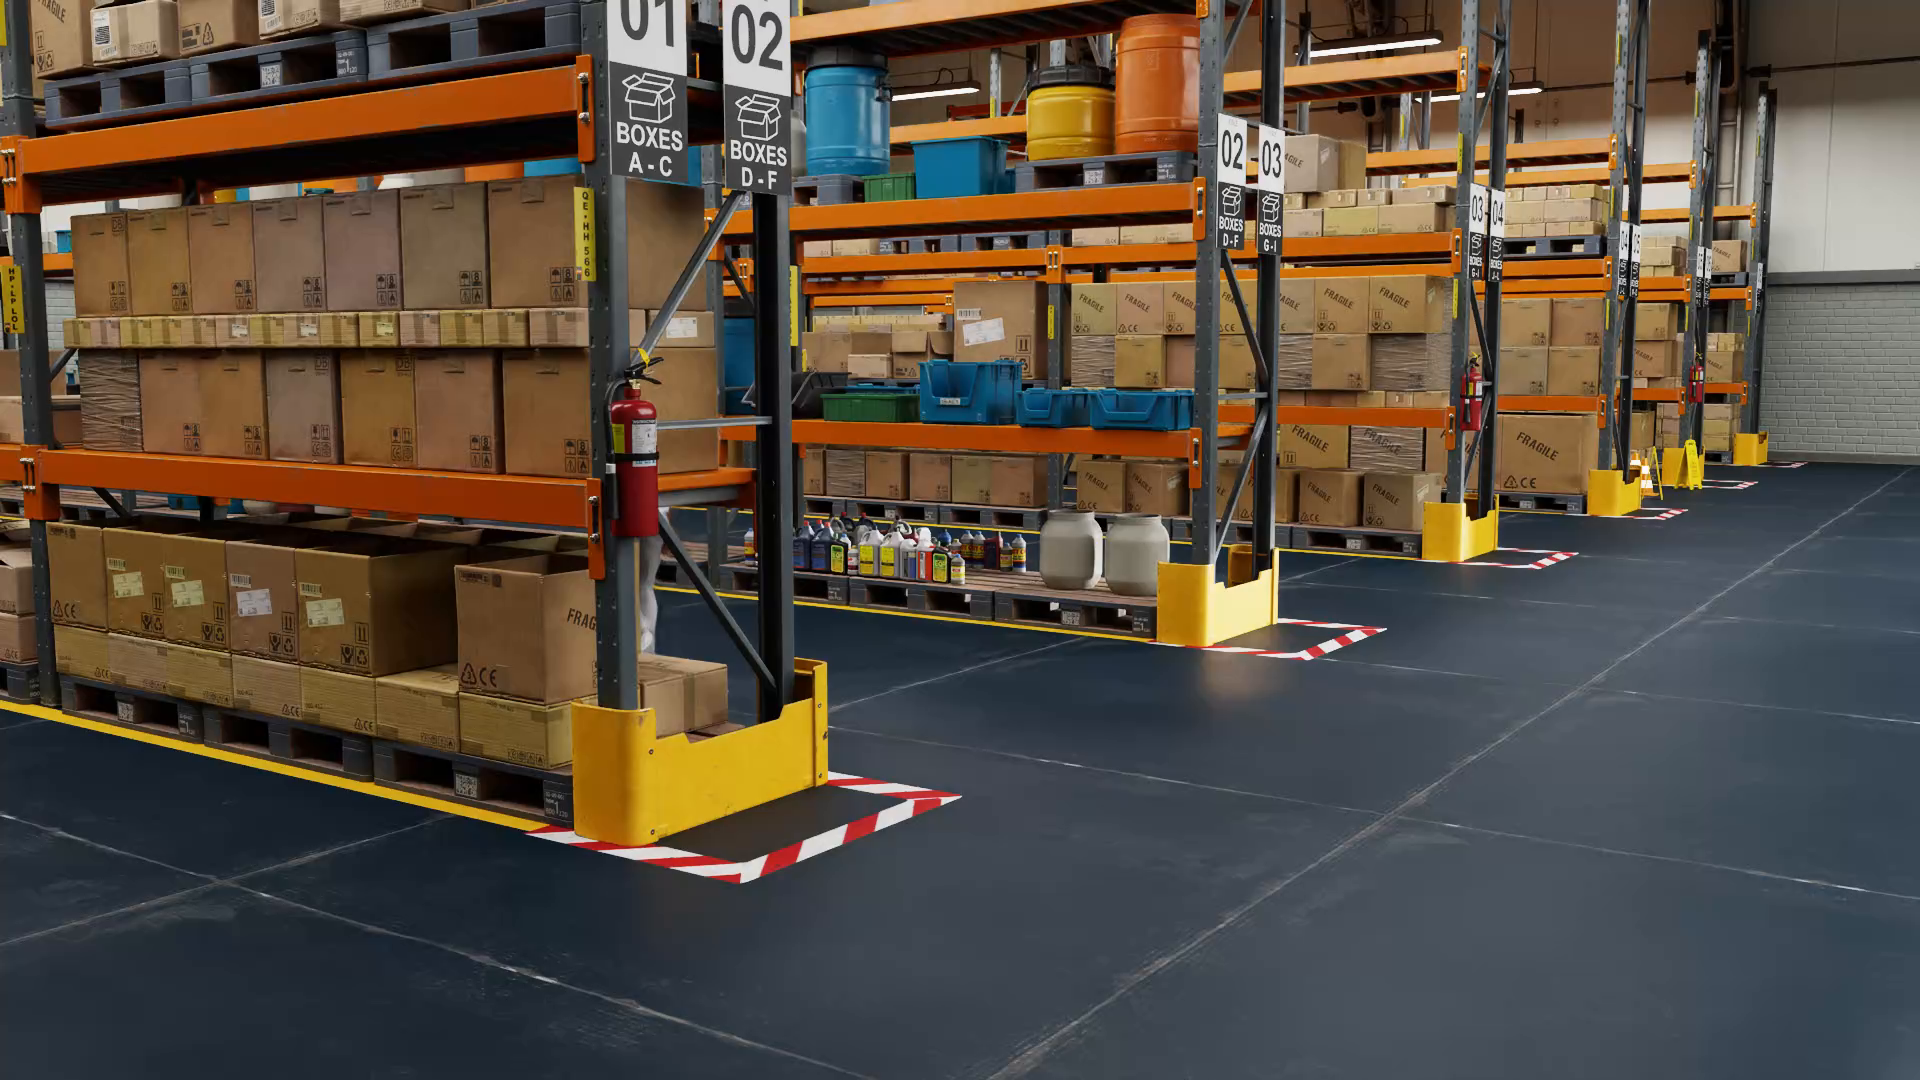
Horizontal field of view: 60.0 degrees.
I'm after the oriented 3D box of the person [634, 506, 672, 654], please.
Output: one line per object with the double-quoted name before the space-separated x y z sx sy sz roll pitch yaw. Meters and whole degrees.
"person" -1.780 -0.083 9.071 0.478 1.648 0.510 -5 8 -39
